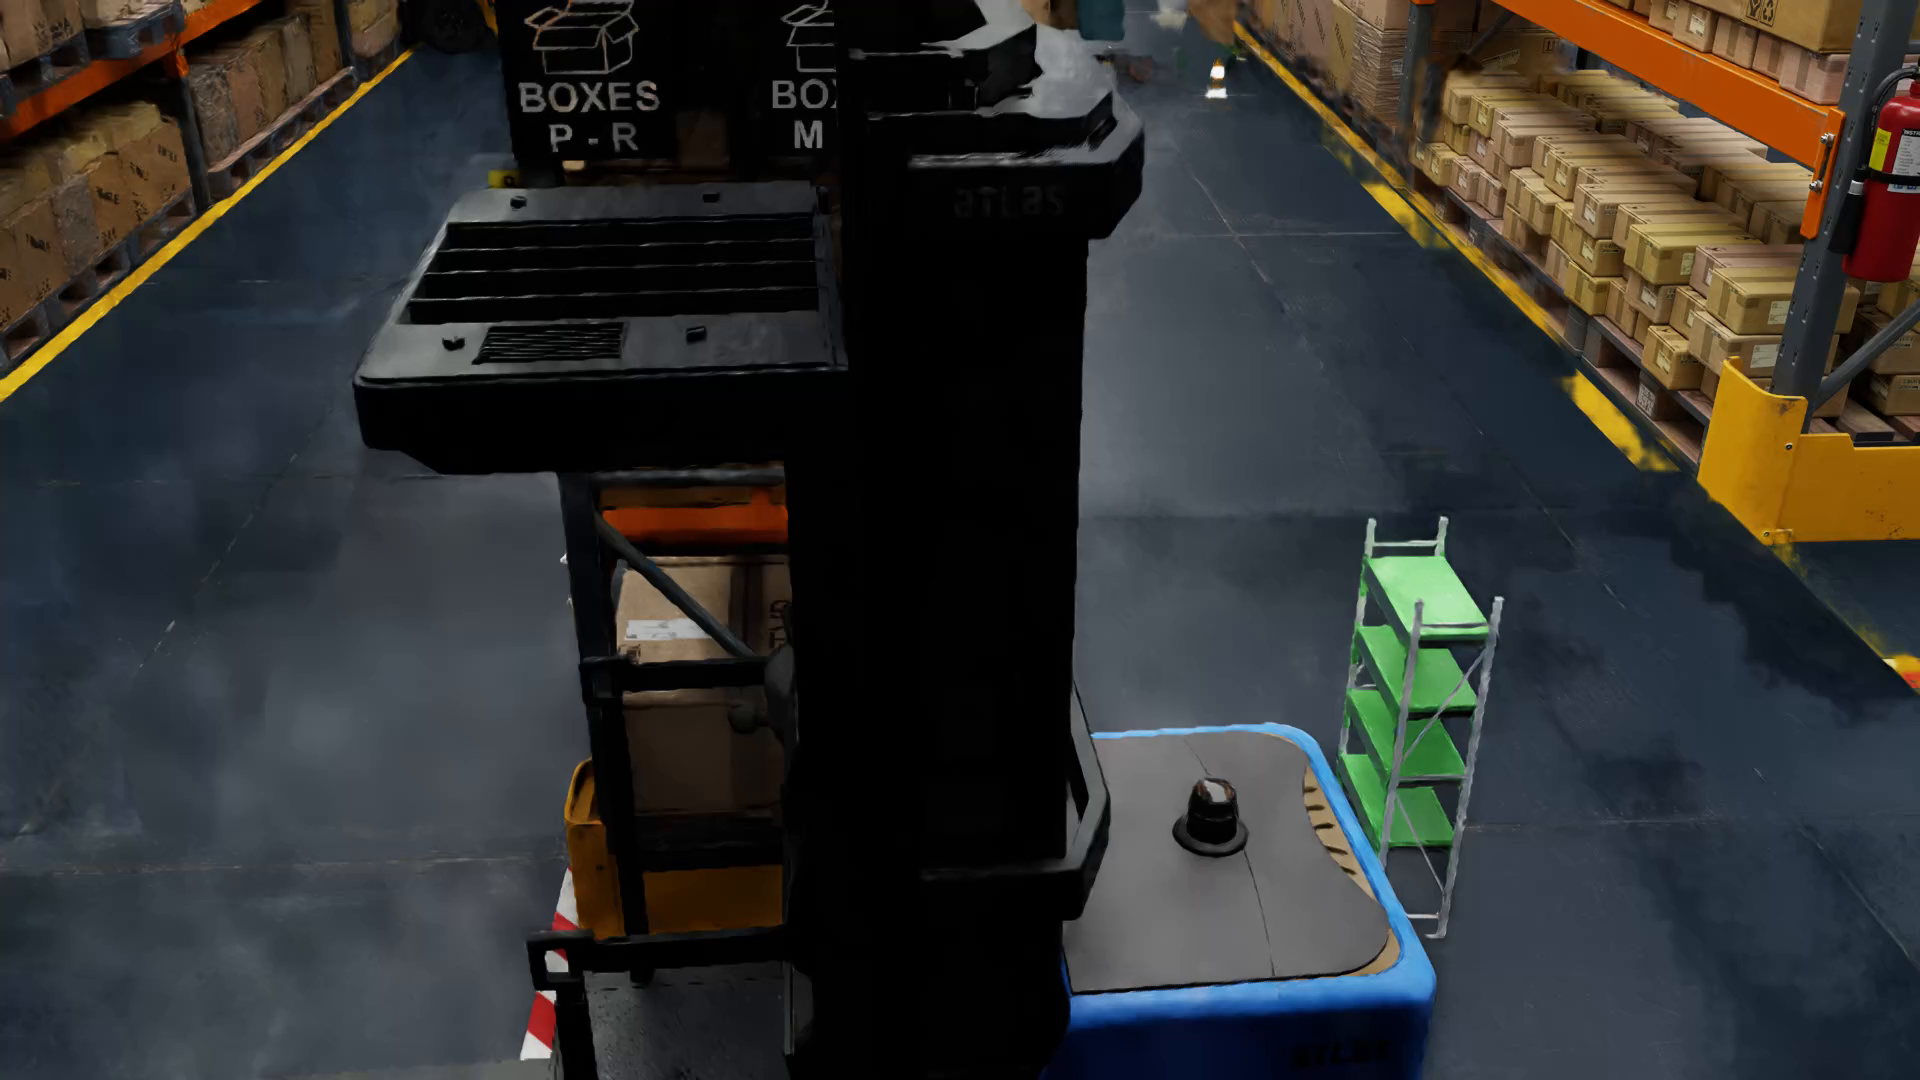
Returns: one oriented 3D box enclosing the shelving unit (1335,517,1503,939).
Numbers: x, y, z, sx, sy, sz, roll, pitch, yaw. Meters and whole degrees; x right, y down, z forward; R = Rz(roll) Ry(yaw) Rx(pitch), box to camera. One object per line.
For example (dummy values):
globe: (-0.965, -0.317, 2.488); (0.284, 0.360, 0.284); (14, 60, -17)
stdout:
shelving unit: (0.009, -0.456, 4.826); (0.258, 1.200, 0.503); (-1, 28, -3)

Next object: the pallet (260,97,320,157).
pallet: (-7.375, -4.483, 13.617); (1.003, 0.211, 1.213); (-1, 28, -3)

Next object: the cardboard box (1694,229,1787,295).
cardboard box: (3.020, -2.642, 9.321); (0.500, 0.500, 0.500); (0, 28, -1)

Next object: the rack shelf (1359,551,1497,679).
rack shelf: (0.009, -0.824, 4.634); (0.258, 0.148, 0.480); (-1, 28, -3)

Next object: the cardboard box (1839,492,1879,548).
cardboard box: (2.628, -1.127, 6.795); (0.380, 0.149, 0.250); (-1, 28, -2)

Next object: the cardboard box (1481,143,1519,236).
cardboard box: (2.428, -3.340, 10.659); (0.500, 0.500, 0.500); (-2, 28, -4)

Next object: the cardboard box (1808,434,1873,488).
cardboard box: (2.584, -1.384, 6.968); (0.380, 0.149, 0.250); (-1, 28, -2)

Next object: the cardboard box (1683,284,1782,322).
cardboard box: (2.604, -2.238, 8.283); (0.380, 0.149, 0.250); (0, 28, -1)

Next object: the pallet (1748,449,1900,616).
pallet: (2.930, -1.106, 7.142); (1.003, 0.211, 1.213); (-1, 28, -3)

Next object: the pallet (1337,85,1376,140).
pallet: (2.558, -4.755, 14.139); (1.003, 0.211, 1.213); (-1, 28, -3)

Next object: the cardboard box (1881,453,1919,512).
cardboard box: (2.605, -1.271, 6.429); (0.380, 0.149, 0.250); (0, 28, -1)

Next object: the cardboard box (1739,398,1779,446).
cardboard box: (2.633, -1.610, 7.723); (0.380, 0.149, 0.250); (-2, 28, -4)

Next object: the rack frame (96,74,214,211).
rack frame: (-7.310, -4.776, 11.163); (1.000, 3.000, 0.127); (-1, 28, -3)

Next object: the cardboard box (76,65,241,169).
cardboard box: (-7.329, -4.198, 12.168); (0.875, 0.625, 0.625); (-1, 28, -1)

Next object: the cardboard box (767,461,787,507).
cardboard box: (-1.674, -1.476, 4.728); (0.500, 0.500, 0.500); (-2, 28, -3)

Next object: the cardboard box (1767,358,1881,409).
cardboard box: (2.590, -1.755, 7.356); (0.380, 0.149, 0.250); (-1, 28, -2)

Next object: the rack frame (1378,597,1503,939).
rack frame: (0.021, -0.343, 4.610); (0.240, 1.200, 0.015); (-1, 28, -3)

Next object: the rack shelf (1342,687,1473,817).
rack shelf: (0.009, -0.399, 4.856); (0.258, 0.148, 0.480); (-1, 28, -3)

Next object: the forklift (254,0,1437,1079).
forklift: (-1.890, -0.632, 3.292); (3.031, 2.935, 1.130); (-3, 28, -5)

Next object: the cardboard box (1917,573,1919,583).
cardboard box: (2.698, -0.884, 6.329); (0.380, 0.149, 0.250); (-1, 28, -2)

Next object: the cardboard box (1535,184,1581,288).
cardboard box: (2.477, -2.867, 9.752); (0.500, 0.500, 0.500); (-2, 28, -4)

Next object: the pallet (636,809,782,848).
pallet: (-2.056, -0.334, 5.662); (1.003, 0.211, 1.213); (-1, 28, -3)

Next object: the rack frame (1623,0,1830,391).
rack frame: (2.793, -3.217, 8.173); (1.000, 3.000, 0.127); (-1, 28, -3)

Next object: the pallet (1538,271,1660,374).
pallet: (2.751, -2.340, 9.508); (1.003, 0.211, 1.213); (-1, 28, -3)

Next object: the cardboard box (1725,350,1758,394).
cardboard box: (2.644, -1.869, 7.897); (0.380, 0.149, 0.250); (-2, 28, -3)

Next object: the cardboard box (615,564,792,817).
cardboard box: (-2.070, -0.556, 5.388); (0.875, 0.438, 0.875); (-2, 28, -4)

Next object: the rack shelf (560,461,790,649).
rack shelf: (-2.040, -1.808, 6.250); (1.077, 0.370, 4.000); (-1, 28, -3)

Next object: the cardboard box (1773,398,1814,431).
cardboard box: (2.646, -1.617, 7.413); (0.380, 0.149, 0.250); (0, 28, 0)

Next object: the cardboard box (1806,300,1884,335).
cardboard box: (3.125, -2.127, 8.071); (0.380, 0.149, 0.250); (-1, 28, -2)

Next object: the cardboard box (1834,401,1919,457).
cardboard box: (2.660, -1.516, 6.899); (0.380, 0.149, 0.250); (-1, 28, -2)

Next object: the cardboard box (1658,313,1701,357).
cardboard box: (2.493, -2.095, 8.331); (0.380, 0.149, 0.250); (0, 28, 0)

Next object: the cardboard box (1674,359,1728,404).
cardboard box: (2.505, -1.840, 8.163); (0.380, 0.149, 0.250); (-1, 28, -1)

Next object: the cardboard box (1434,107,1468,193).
cardboard box: (2.367, -3.809, 11.558); (0.500, 0.500, 0.500); (-3, 28, -5)

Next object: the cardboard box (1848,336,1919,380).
cardboard box: (3.081, -1.891, 7.617); (0.380, 0.149, 0.250); (-1, 28, -1)

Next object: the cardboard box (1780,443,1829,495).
cardboard box: (2.600, -1.365, 7.251); (0.380, 0.149, 0.250); (-2, 28, -4)

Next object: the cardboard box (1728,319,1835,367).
cardboard box: (2.622, -1.994, 7.815); (0.380, 0.149, 0.250); (-2, 28, -3)

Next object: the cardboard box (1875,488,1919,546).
cardboard box: (2.621, -1.139, 6.497); (0.380, 0.149, 0.250); (-1, 28, -2)

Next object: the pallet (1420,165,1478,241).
pallet: (2.624, -3.466, 11.668); (1.003, 0.211, 1.213); (-1, 28, -3)

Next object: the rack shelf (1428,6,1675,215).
rack shelf: (2.689, -3.821, 10.111); (1.077, 0.370, 4.000); (-1, 28, -3)

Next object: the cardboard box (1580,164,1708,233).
cardboard box: (2.502, -2.965, 9.129); (0.500, 0.250, 0.500); (-2, 28, -4)
